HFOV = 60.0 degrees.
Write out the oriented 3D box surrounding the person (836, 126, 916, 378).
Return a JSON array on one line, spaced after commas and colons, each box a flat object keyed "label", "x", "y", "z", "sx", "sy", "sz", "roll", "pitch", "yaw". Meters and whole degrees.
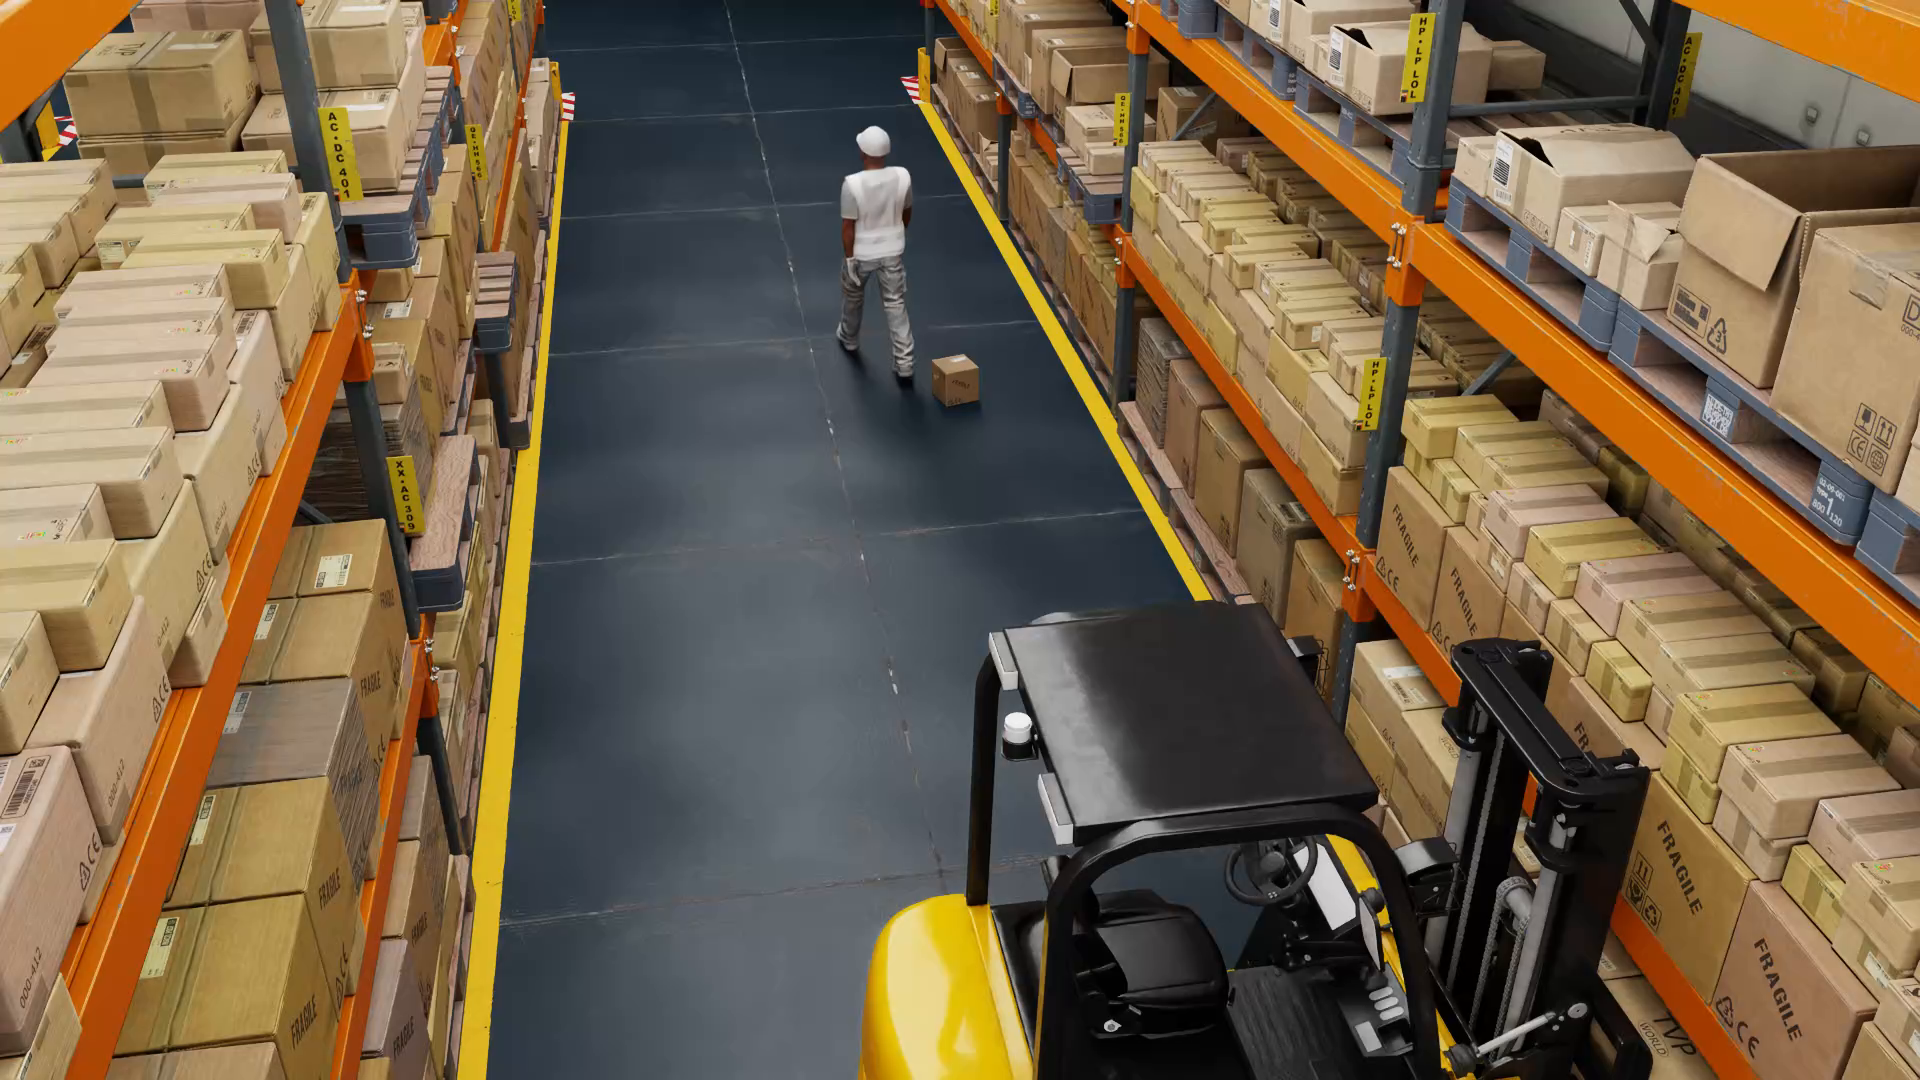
[{"label": "person", "x": -0.602, "y": -2.060, "z": 11.631, "sx": 0.551, "sy": 1.741, "sz": 1.024, "roll": -10, "pitch": 32, "yaw": -17}]
